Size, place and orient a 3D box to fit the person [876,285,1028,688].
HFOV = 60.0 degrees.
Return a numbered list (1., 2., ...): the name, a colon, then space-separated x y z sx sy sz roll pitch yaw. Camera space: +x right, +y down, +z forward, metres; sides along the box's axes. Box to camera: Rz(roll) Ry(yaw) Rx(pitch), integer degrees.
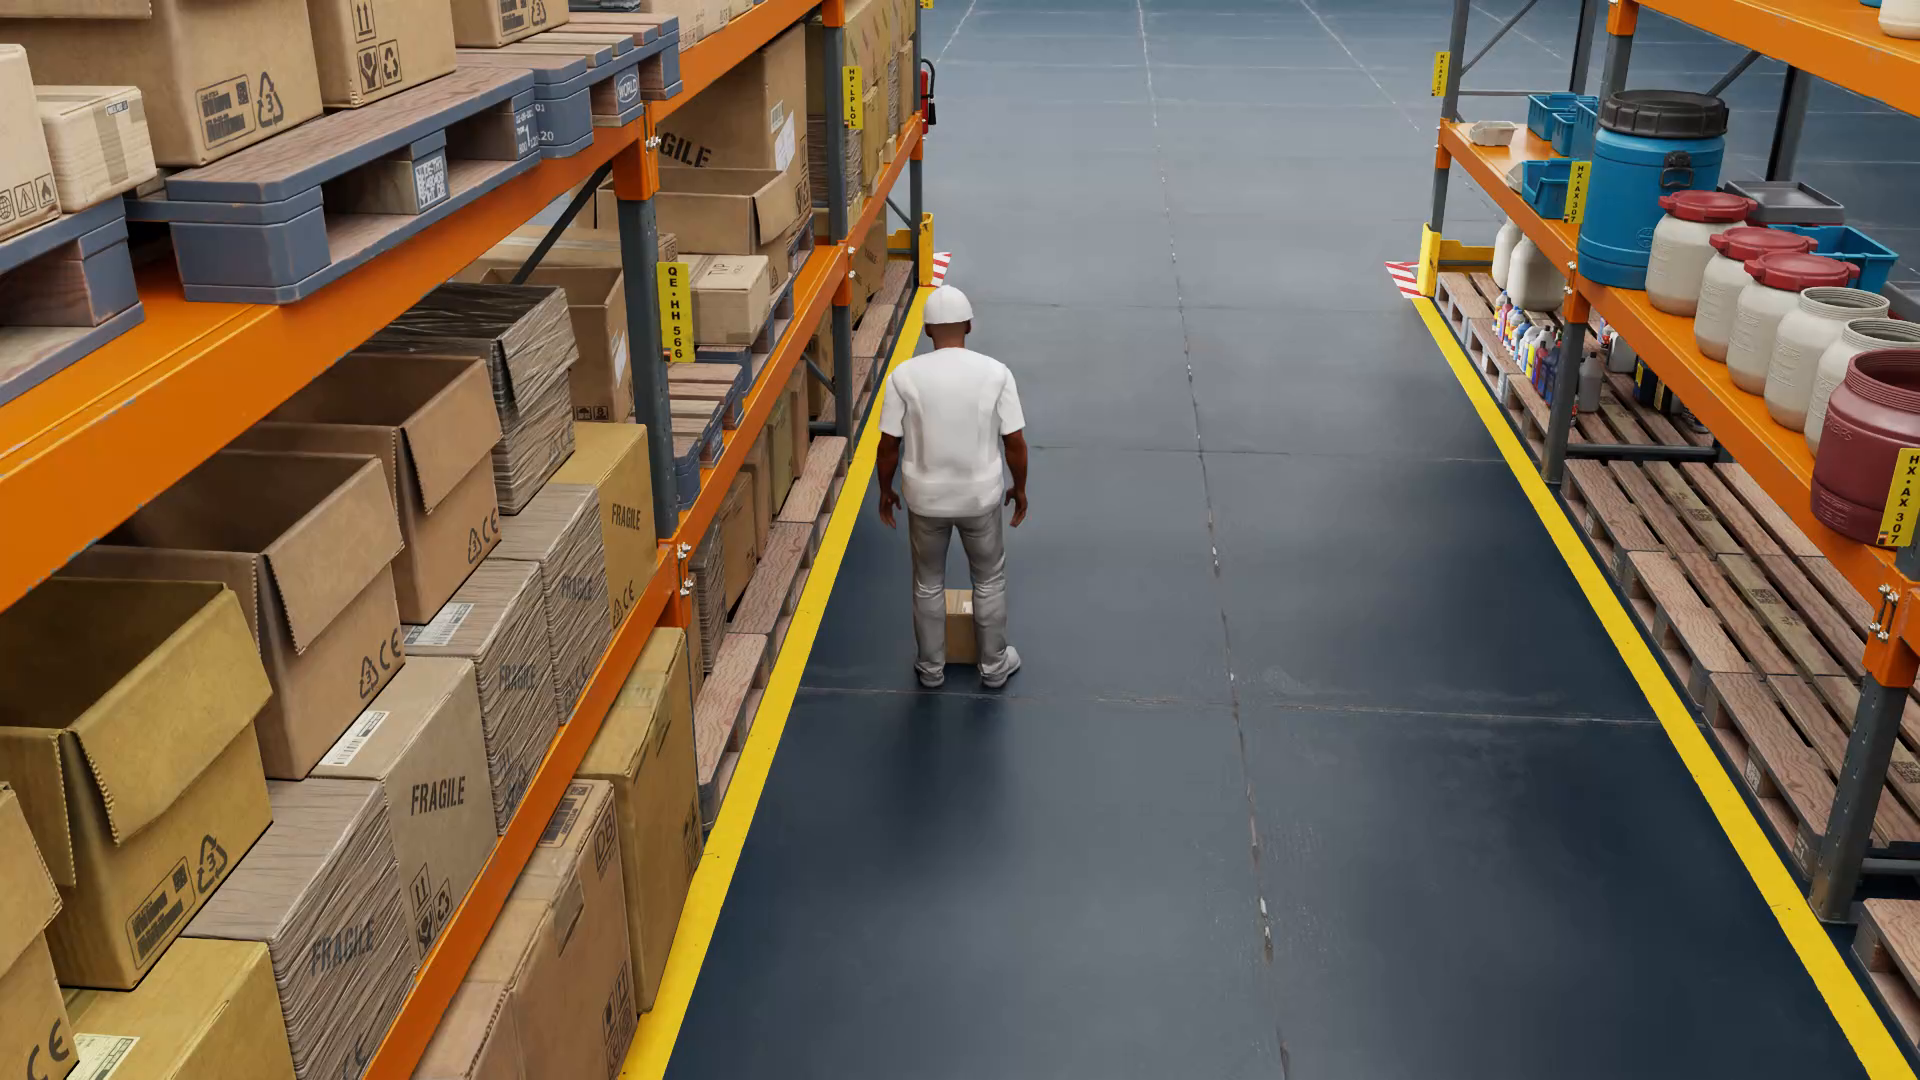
1. person: -0.030 -0.203 7.031 0.635 1.759 0.456 0 24 1
